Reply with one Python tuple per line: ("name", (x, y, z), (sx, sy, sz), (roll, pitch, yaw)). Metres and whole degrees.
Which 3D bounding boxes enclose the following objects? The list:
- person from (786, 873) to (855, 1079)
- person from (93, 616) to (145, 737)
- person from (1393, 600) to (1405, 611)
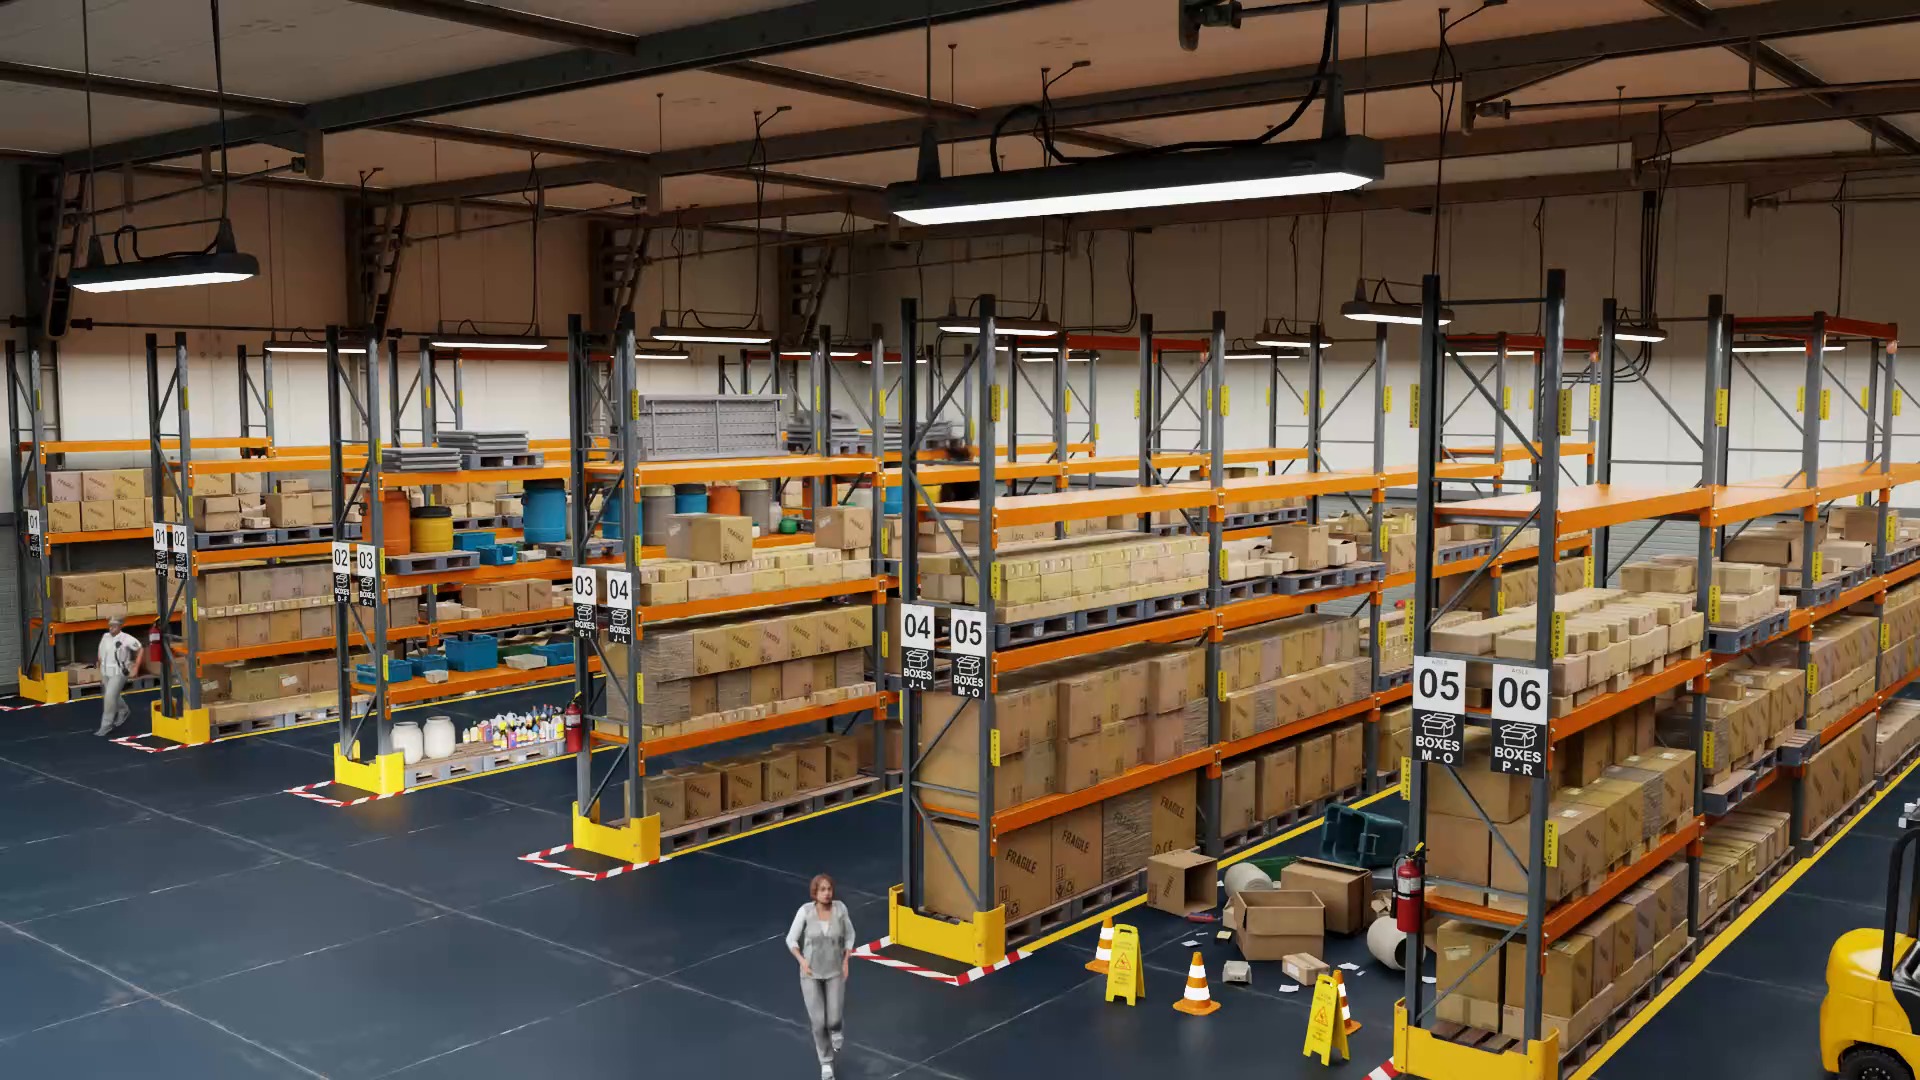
("person", (-1.044, 3.271, 12.519), (0.526, 1.569, 0.581), (-1, 5, -10))
("person", (-12.749, 2.025, 25.179), (0.714, 1.796, 0.886), (2, 5, 16))
("person", (7.252, 1.850, 27.250), (0.654, 1.741, 0.693), (-5, 7, -42))
